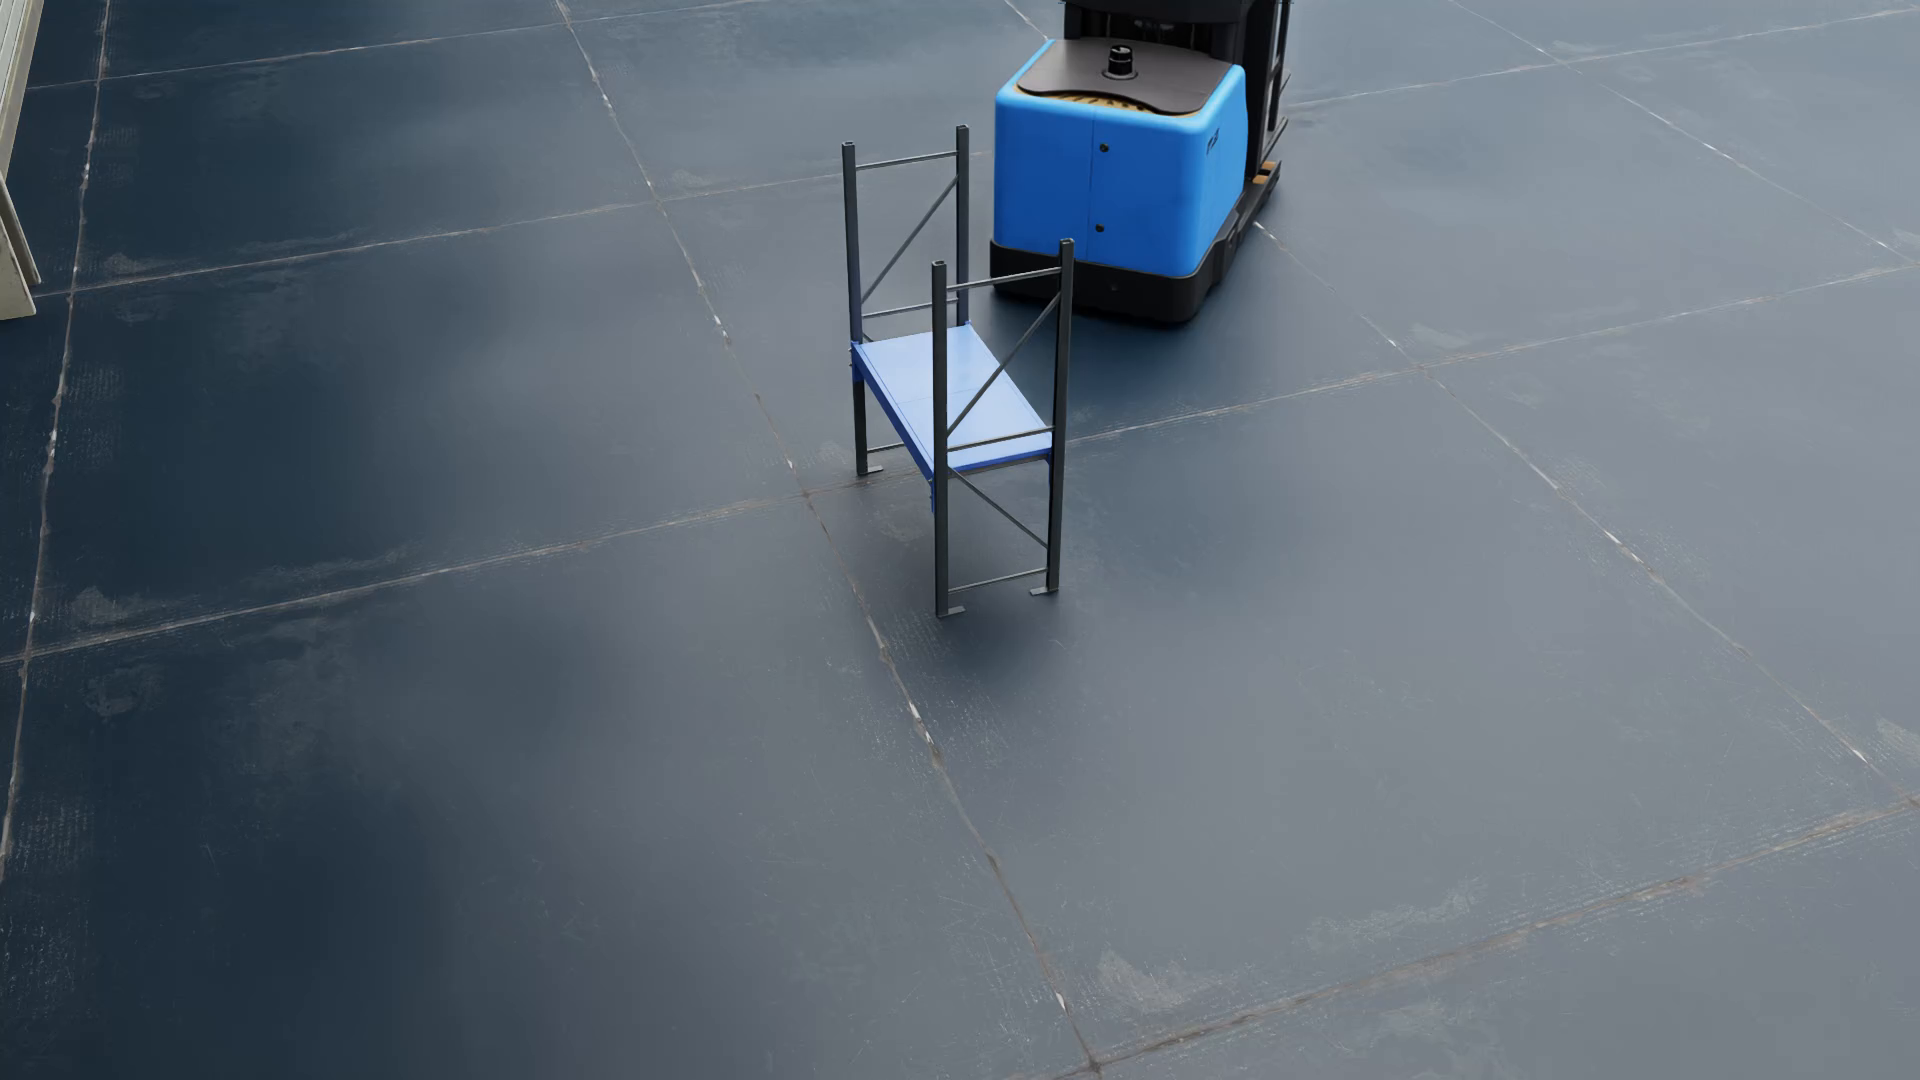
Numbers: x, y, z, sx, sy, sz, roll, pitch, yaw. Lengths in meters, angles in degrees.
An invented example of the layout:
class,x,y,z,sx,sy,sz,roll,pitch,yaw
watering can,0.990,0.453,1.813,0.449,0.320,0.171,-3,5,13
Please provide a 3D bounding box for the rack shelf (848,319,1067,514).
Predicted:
class,x,y,z,sx,sy,sz,roll,pitch,yaw
rack shelf,-0.029,-0.504,6.471,0.538,0.185,1.000,-12,39,-16

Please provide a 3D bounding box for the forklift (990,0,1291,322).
class,x,y,z,sx,sy,sz,roll,pitch,yaw
forklift,1.160,-3.108,8.440,1.130,2.935,3.031,13,39,17

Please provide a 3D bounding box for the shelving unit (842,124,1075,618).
class,x,y,z,sx,sy,sz,roll,pitch,yaw
shelving unit,-0.029,-0.647,6.363,0.538,1.500,1.048,-12,39,-16

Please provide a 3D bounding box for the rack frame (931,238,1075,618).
class,x,y,z,sx,sy,sz,roll,pitch,yaw
rack frame,0.146,-0.360,5.981,0.500,1.500,0.032,-12,39,-16

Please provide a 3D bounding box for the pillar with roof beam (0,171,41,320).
class,x,y,z,sx,sy,sz,roll,pitch,yaw
pillar with roof beam,-0.749,-5.681,6.813,9.100,9.000,0.400,-12,39,-16

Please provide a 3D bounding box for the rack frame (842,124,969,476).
class,x,y,z,sx,sy,sz,roll,pitch,yaw
rack frame,-0.204,-0.934,6.744,0.500,1.500,0.032,-12,39,-16
